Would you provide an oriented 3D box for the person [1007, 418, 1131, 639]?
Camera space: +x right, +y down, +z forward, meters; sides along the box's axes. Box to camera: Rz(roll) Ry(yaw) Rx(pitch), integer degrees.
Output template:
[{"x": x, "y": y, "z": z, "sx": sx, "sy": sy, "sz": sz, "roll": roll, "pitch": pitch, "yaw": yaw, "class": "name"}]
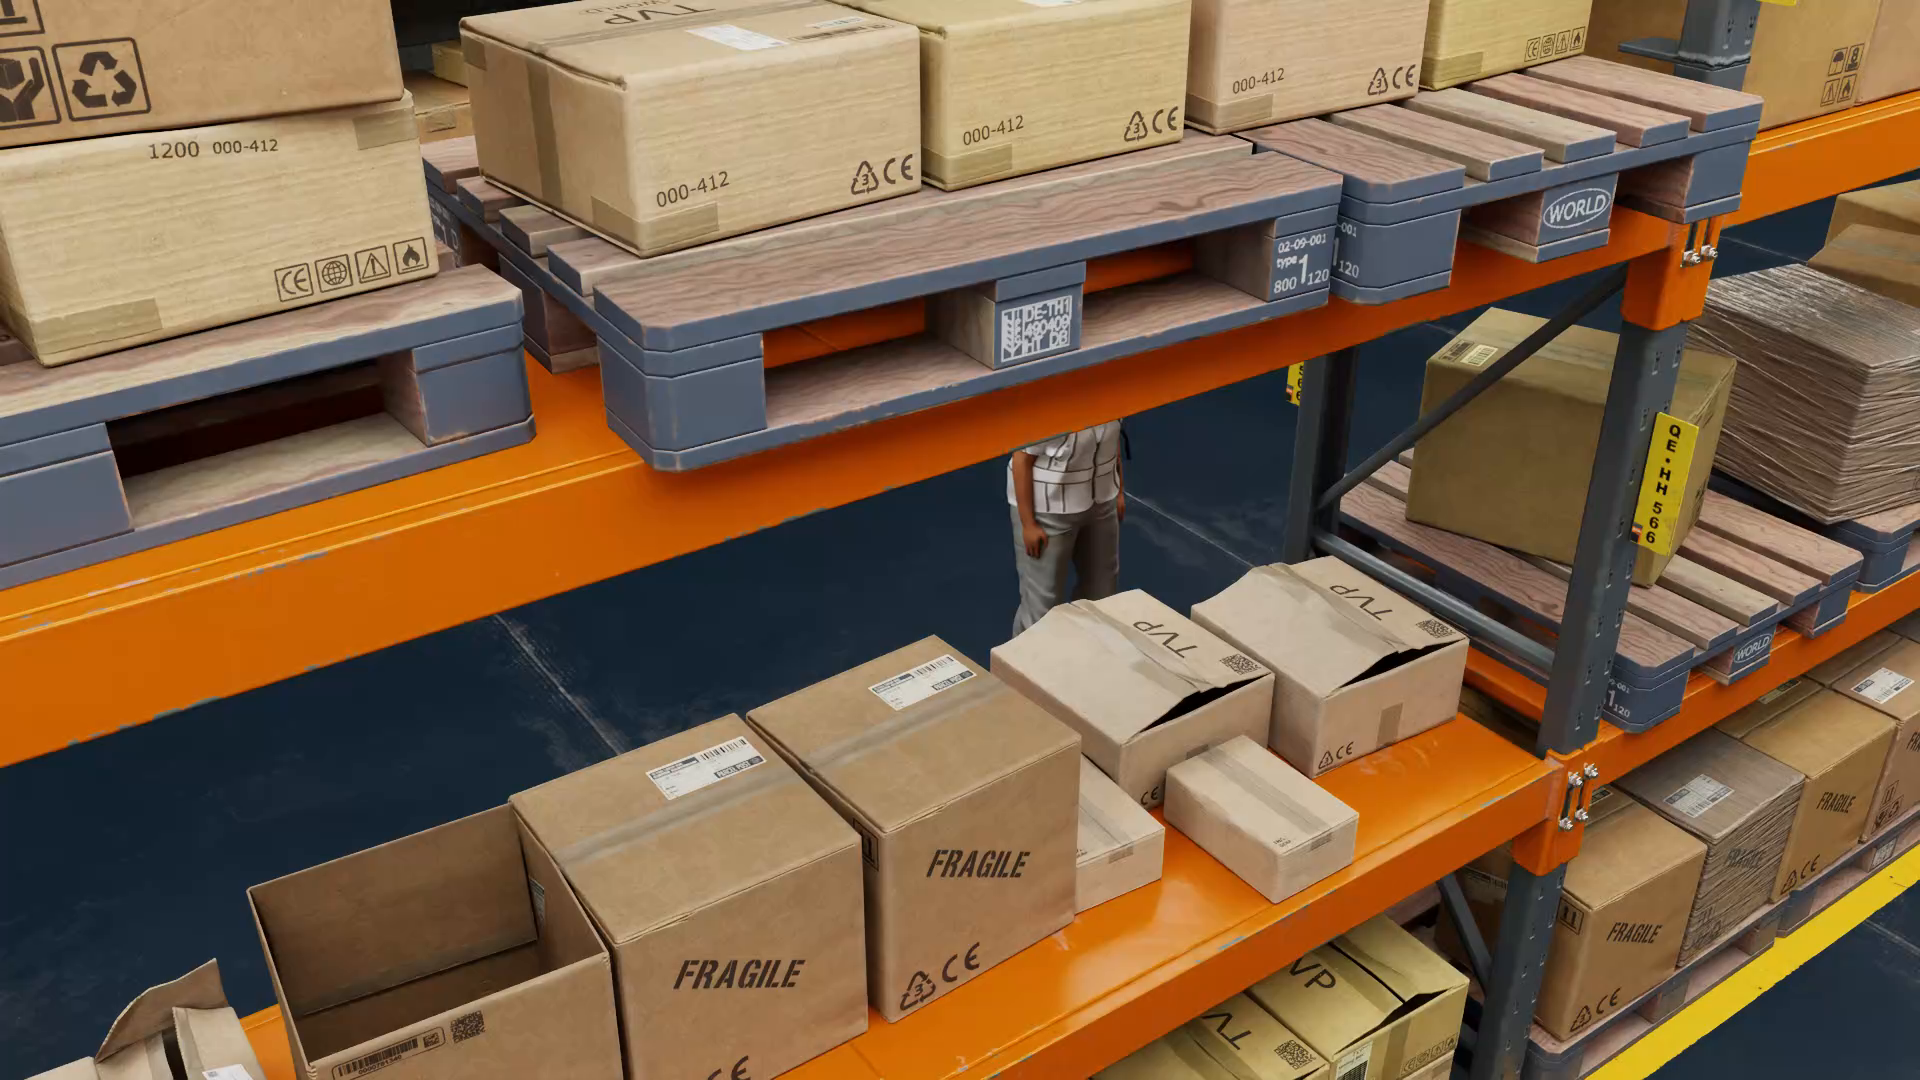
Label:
[{"x": 0.422, "y": -0.110, "z": 6.319, "sx": 0.560, "sy": 1.665, "sz": 0.469, "roll": -21, "pitch": 35, "yaw": -33, "class": "person"}]
